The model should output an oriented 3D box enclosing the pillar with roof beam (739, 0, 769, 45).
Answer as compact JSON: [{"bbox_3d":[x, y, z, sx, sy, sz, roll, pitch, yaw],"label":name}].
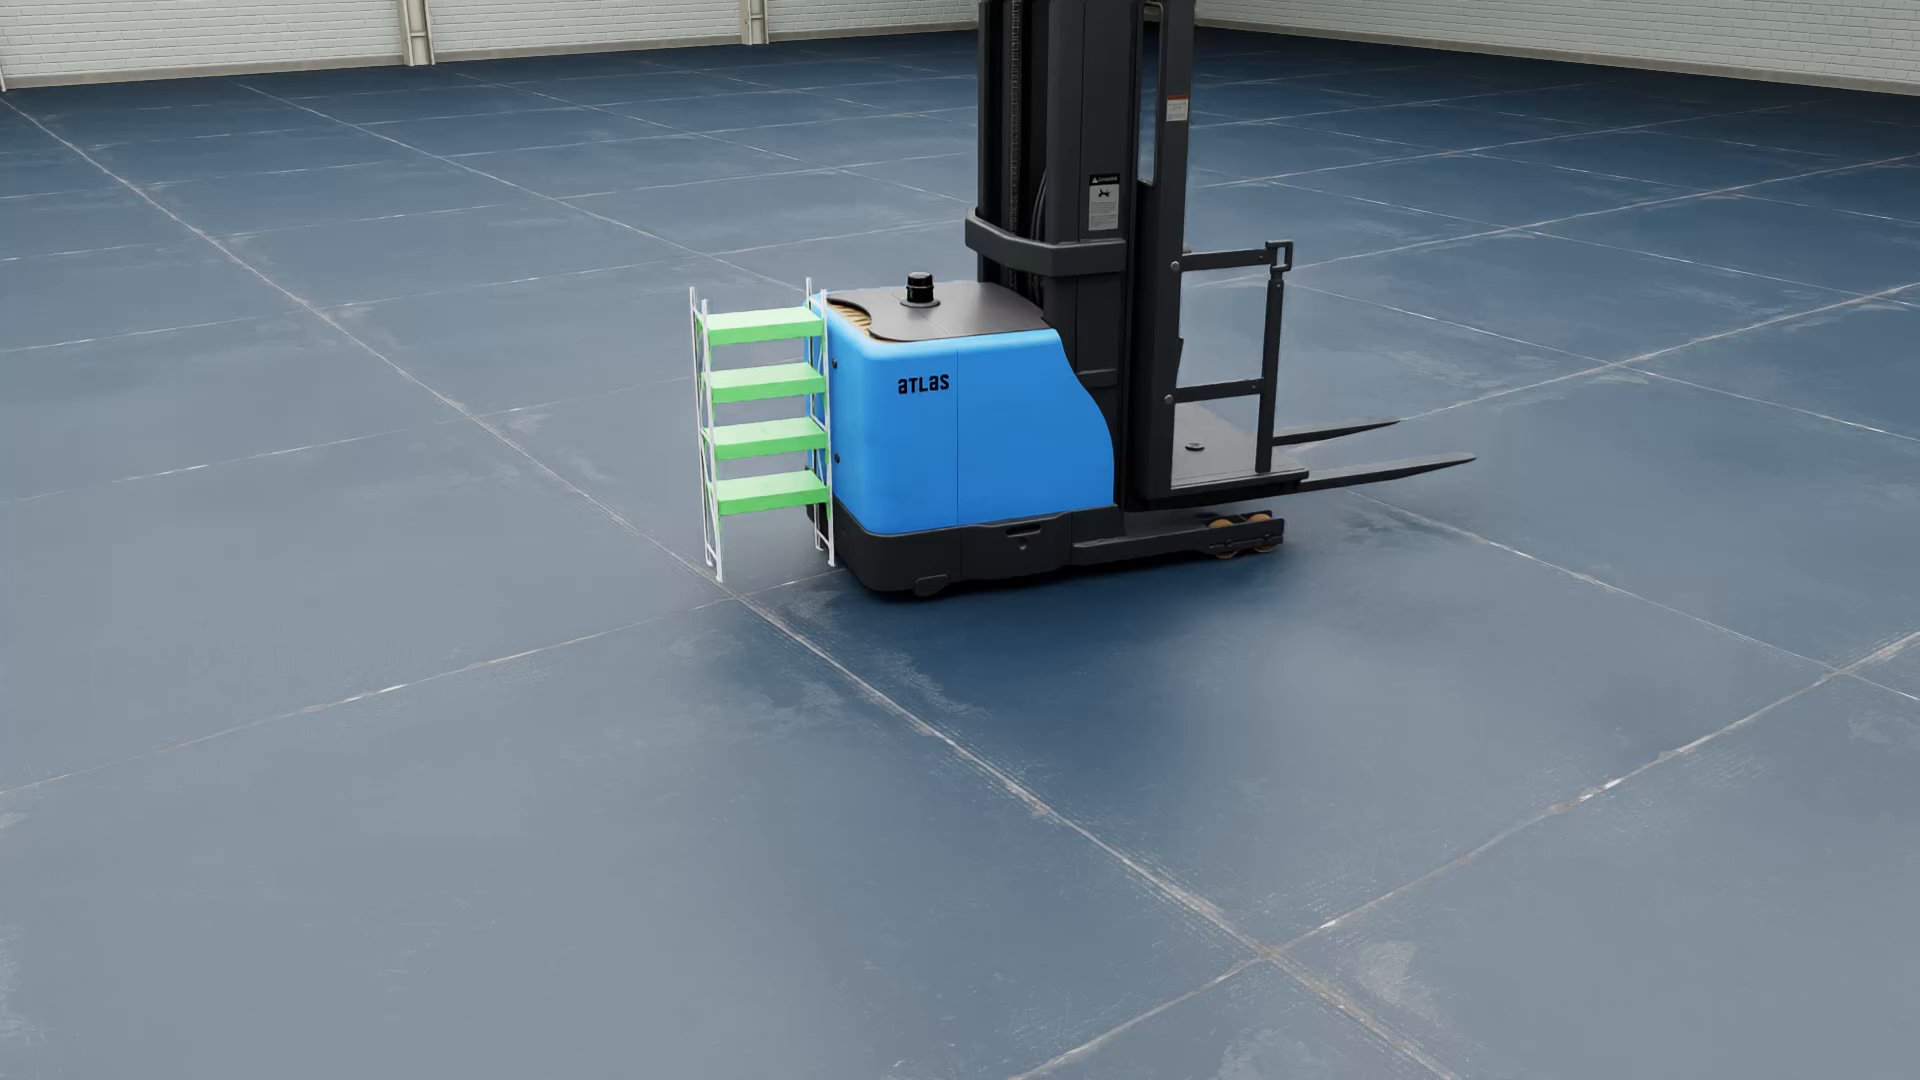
[{"bbox_3d":[-1.109,-11.660,24.475,0.400,9.000,9.100,-15,26,-33],"label":"pillar with roof beam"}]

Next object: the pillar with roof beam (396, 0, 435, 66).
[{"bbox_3d":[-5.980,-10.361,21.220,0.400,9.000,9.100,-15,26,-33],"label":"pillar with roof beam"}]

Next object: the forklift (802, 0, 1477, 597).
[{"bbox_3d":[0.880,-1.455,7.089,3.031,2.935,1.130,-8,23,-19],"label":"forklift"}]

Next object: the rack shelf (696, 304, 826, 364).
[{"bbox_3d":[-0.815,-0.840,6.760,0.480,0.148,0.258,-8,23,-19],"label":"rack shelf"}]

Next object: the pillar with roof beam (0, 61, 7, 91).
[{"bbox_3d":[-10.850,-9.063,17.966,0.400,9.000,9.100,-15,26,-33],"label":"pillar with roof beam"}]

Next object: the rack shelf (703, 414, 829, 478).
[{"bbox_3d":[-0.815,-0.394,6.937,0.480,0.148,0.258,-8,23,-19],"label":"rack shelf"}]

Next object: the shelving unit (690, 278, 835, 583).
[{"bbox_3d":[-0.815,-0.453,6.914,0.503,1.200,0.258,-8,23,-19],"label":"shelving unit"}]

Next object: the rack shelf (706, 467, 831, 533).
[{"bbox_3d":[-0.815,-0.171,7.026,0.480,0.148,0.258,-8,23,-19],"label":"rack shelf"}]

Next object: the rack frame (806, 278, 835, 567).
[{"bbox_3d":[-0.586,-0.486,6.994,0.015,1.200,0.240,-8,23,-19],"label":"rack frame"}]

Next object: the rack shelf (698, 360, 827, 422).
[{"bbox_3d":[-0.815,-0.617,6.849,0.480,0.148,0.258,-8,23,-19],"label":"rack shelf"}]

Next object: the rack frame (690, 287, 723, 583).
[{"bbox_3d":[-1.043,-0.421,6.833,0.015,1.200,0.240,-8,23,-19],"label":"rack frame"}]
